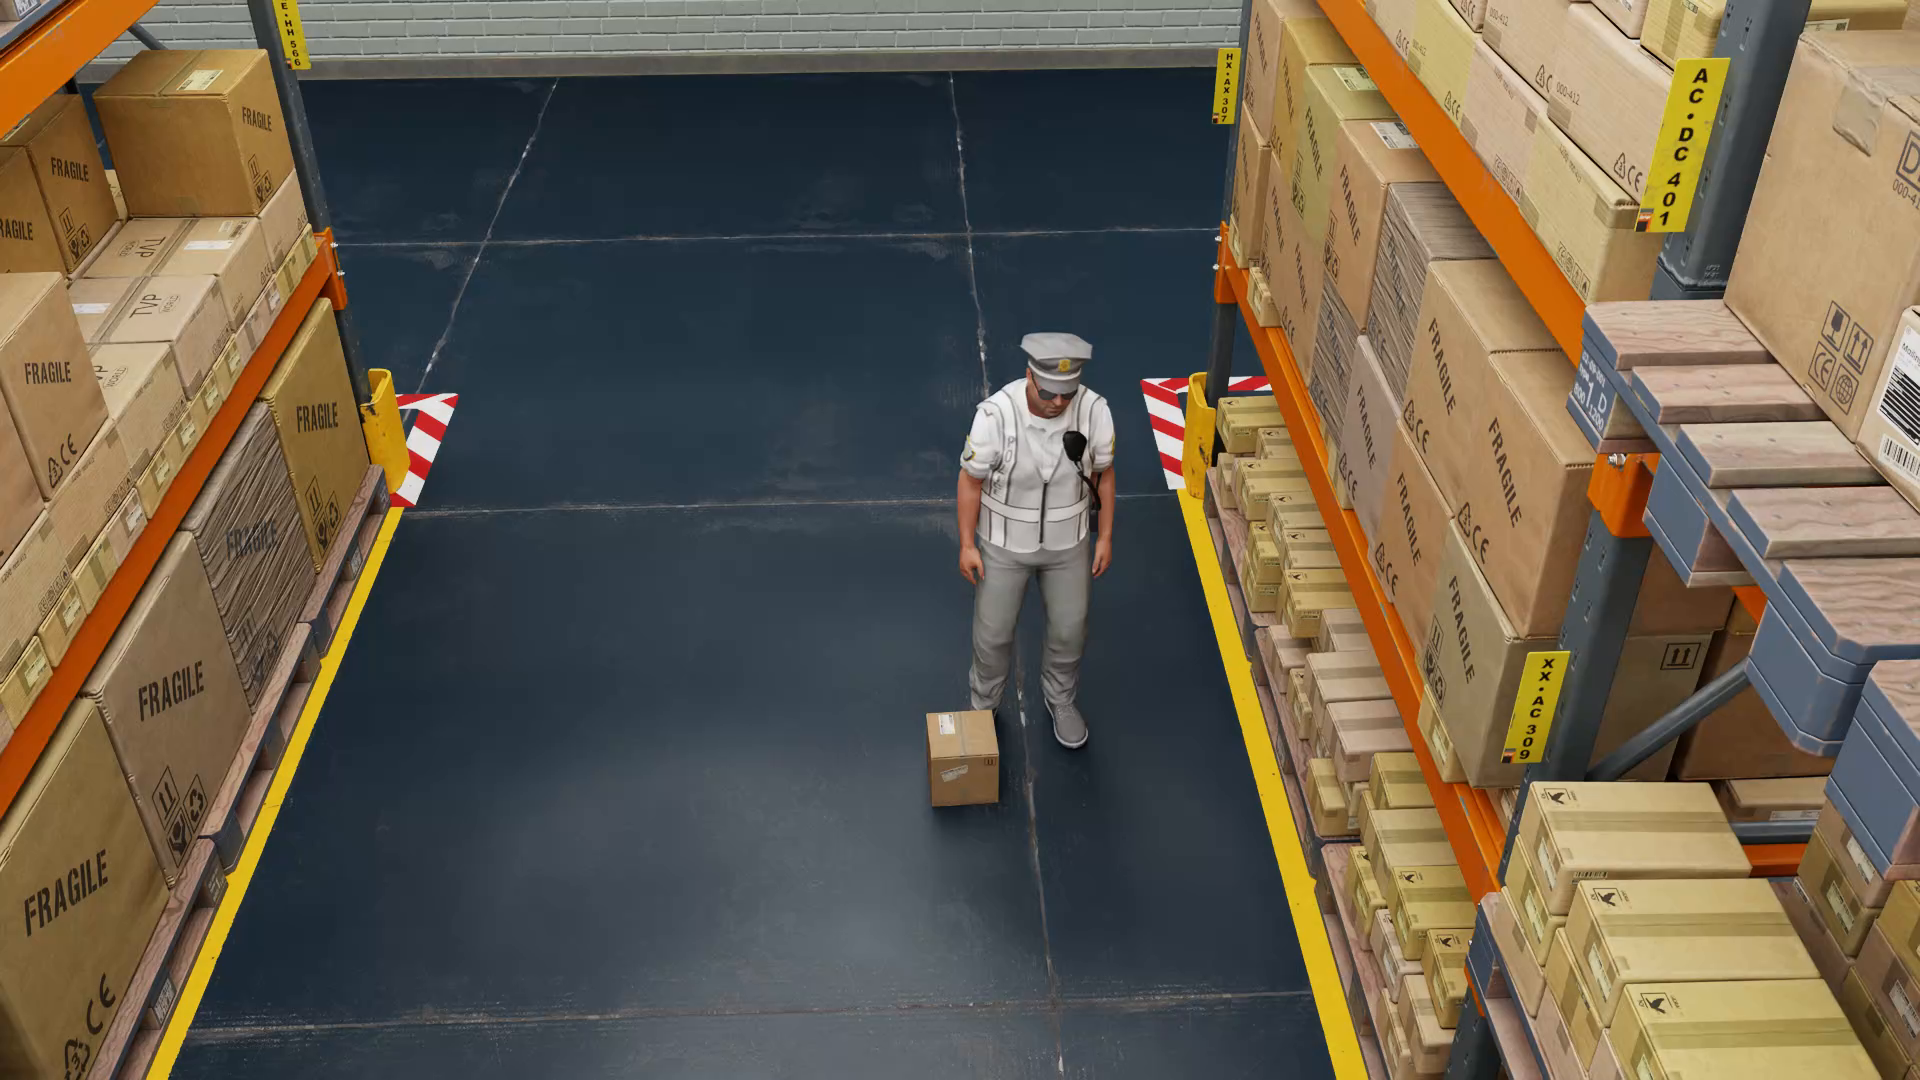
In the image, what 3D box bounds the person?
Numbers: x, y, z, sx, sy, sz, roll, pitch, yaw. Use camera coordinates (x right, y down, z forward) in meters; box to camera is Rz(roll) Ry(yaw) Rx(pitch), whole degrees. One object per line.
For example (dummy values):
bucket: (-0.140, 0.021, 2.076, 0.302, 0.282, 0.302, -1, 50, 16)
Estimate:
person: (0.279, -0.006, 6.148, 0.590, 1.746, 0.439, -4, 35, -6)
